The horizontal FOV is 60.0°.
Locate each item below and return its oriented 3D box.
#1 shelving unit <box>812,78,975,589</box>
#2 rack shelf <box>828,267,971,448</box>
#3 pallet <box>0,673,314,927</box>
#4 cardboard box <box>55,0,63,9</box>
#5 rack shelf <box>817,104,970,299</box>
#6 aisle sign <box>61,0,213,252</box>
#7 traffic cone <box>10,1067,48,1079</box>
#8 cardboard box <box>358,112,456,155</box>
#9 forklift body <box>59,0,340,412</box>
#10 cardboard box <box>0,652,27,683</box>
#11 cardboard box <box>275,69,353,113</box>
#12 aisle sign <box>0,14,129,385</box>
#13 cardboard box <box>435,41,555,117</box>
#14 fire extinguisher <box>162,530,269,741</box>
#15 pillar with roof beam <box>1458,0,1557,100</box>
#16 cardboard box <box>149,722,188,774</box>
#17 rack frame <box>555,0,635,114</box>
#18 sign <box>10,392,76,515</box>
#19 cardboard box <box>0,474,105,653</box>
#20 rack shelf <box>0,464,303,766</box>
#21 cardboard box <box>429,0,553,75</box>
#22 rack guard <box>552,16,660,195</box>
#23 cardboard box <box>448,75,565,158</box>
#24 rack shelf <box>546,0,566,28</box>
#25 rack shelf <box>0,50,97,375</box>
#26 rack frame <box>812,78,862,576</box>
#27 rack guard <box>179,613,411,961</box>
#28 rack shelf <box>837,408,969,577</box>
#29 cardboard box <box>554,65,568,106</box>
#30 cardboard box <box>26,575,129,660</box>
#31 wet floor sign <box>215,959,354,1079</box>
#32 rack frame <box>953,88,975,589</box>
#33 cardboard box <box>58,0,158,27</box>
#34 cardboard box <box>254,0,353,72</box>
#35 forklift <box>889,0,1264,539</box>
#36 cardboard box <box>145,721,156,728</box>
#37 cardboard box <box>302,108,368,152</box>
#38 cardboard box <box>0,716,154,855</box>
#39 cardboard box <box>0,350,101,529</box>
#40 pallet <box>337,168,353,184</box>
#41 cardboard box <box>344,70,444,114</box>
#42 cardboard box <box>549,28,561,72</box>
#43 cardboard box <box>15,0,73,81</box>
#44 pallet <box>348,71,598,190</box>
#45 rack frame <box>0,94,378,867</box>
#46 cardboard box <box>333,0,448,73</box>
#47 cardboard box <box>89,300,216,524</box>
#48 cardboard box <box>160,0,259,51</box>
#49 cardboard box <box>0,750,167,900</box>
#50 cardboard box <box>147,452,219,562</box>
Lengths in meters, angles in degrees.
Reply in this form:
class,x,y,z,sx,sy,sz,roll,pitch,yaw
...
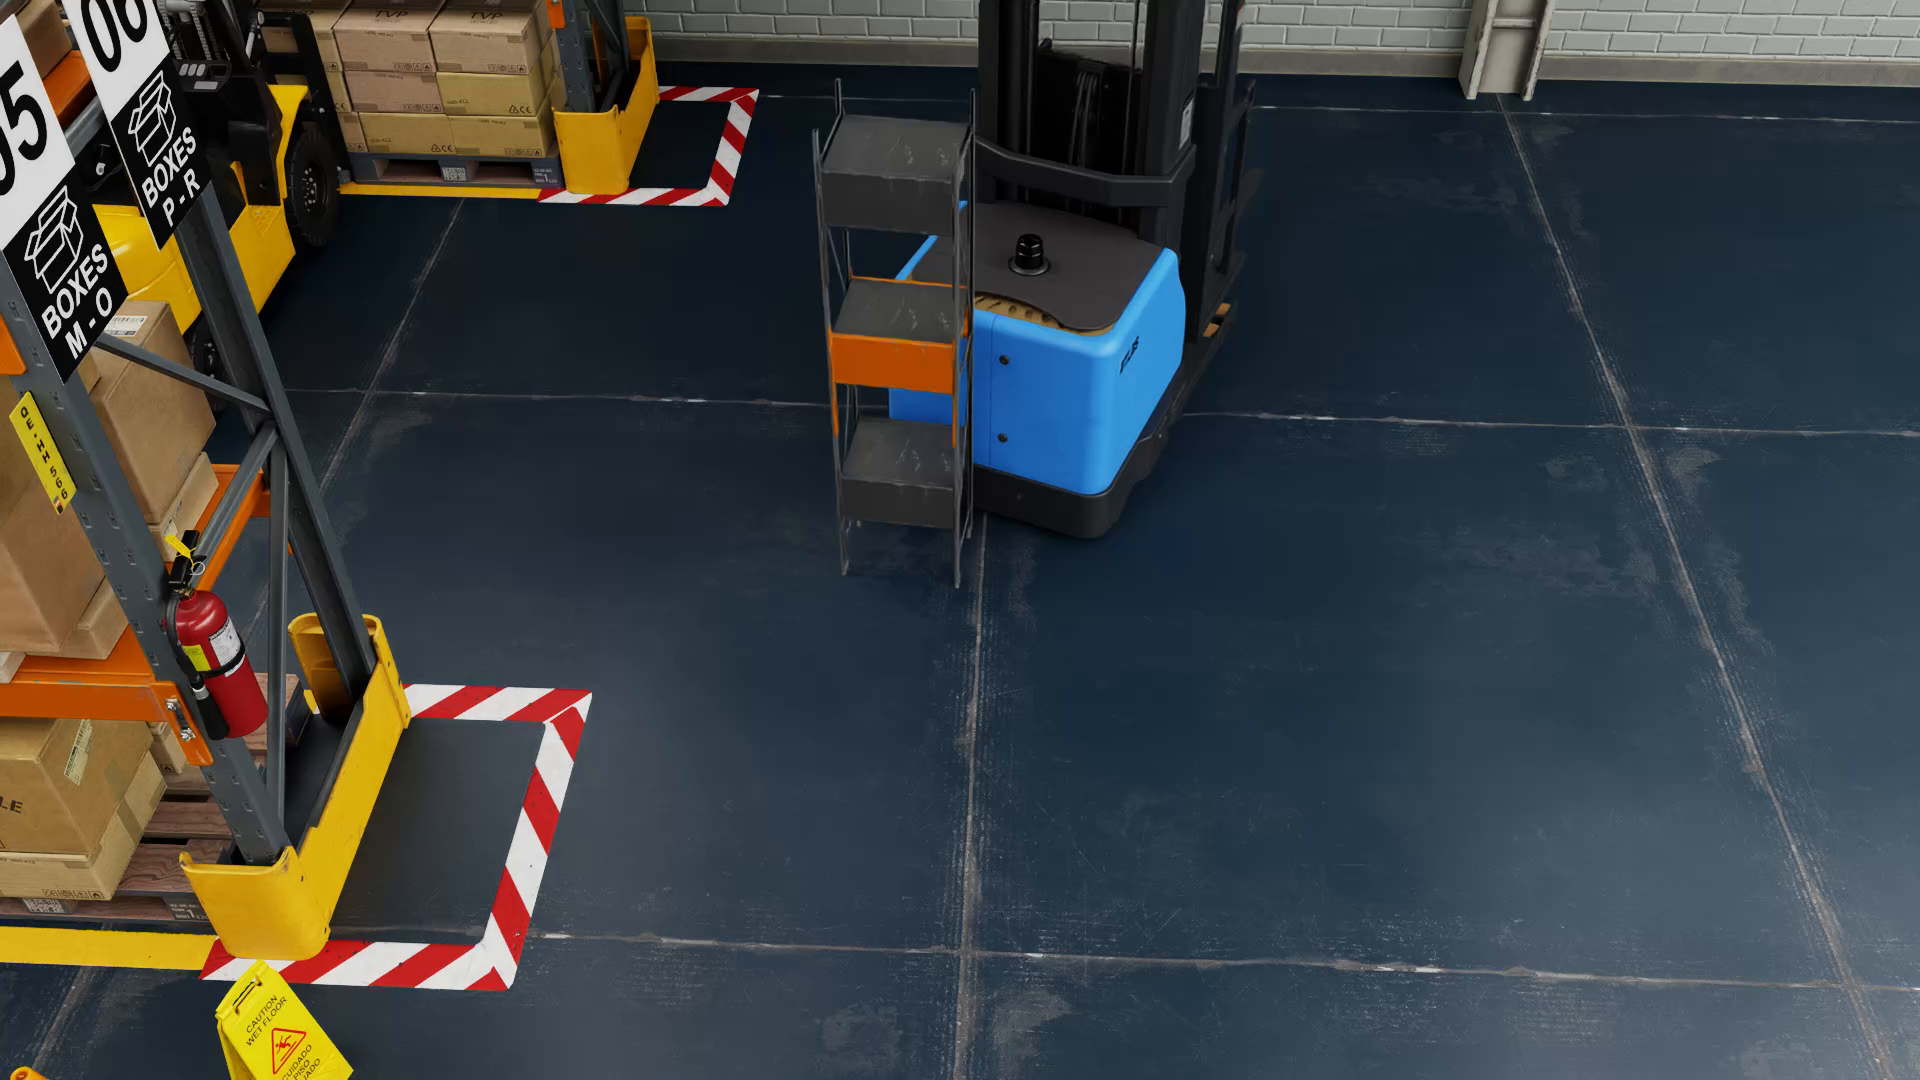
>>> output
class,x,y,z,sx,sy,sz,roll,pitch,yaw
shelving unit,-0.224,-0.722,6.484,0.503,2.100,0.431,6,43,7
rack shelf,-0.224,-0.712,6.494,0.480,0.518,0.431,6,43,7
pallet,-3.154,0.915,6.113,1.213,0.211,1.003,2,43,2
cardboard box,-5.065,-2.819,9.052,0.500,0.250,0.500,2,43,2
rack shelf,-0.224,-1.224,6.016,0.480,0.518,0.431,6,43,7
aisle sign,-2.193,-1.215,4.446,0.004,0.787,0.394,2,43,2
traffic cone,-2.756,1.739,5.044,0.334,0.463,0.336,2,43,2
cardboard box,-3.029,-2.403,9.338,0.500,0.250,0.500,2,43,2
forklift body,-4.025,-1.940,7.754,1.214,2.155,2.313,2,43,2
cardboard box,-2.910,0.240,4.976,0.250,0.149,0.380,1,43,1
cardboard box,-3.566,-2.591,9.173,0.500,0.250,0.500,1,43,1
aisle sign,-2.220,-0.806,4.008,0.004,0.787,0.394,2,43,2
cardboard box,-2.549,-2.567,9.147,0.500,0.250,0.500,1,43,1
fire extinguisher,-2.175,0.291,4.793,0.183,0.674,0.296,2,43,2
pillar with roof beam,3.096,-3.149,4.028,0.400,9.000,9.100,2,43,2
cardboard box,-3.062,0.585,6.130,0.500,0.250,0.500,1,43,2
rack frame,-2.049,-3.434,8.736,0.127,3.000,1.000,2,43,2
sign,-2.313,-0.216,4.200,0.005,0.325,0.100,2,43,2
cardboard box,-2.823,-0.029,4.789,0.500,0.500,0.500,1,43,1
rack shelf,-4.266,0.148,5.419,4.000,0.370,1.077,2,43,2
cardboard box,-2.523,-2.750,8.976,0.500,0.250,0.500,3,43,3
rack guard,-2.025,-2.519,9.587,0.348,0.500,1.175,2,43,2
cardboard box,-2.532,-2.381,9.315,0.500,0.250,0.500,2,43,2
rack shelf,-4.047,-3.233,9.047,4.000,0.370,1.077,2,43,2
rack shelf,-4.266,-0.950,4.396,4.000,0.370,1.077,2,43,2
rack frame,-0.465,-0.748,6.512,0.015,2.100,0.400,6,43,7
rack guard,-2.344,0.858,5.962,0.348,0.500,1.175,2,43,2
rack shelf,-0.224,-0.200,6.971,0.480,0.518,0.431,6,43,7
cardboard box,-2.530,-2.730,9.689,0.500,0.250,0.500,2,43,2
cardboard box,-2.652,0.172,5.049,0.250,0.149,0.380,3,43,3
wet floor sign,-2.127,1.542,5.122,0.232,0.644,0.267,16,45,16
rack frame,0.017,-0.696,6.456,0.015,2.100,0.400,6,43,7
cardboard box,-4.567,-2.812,9.044,0.500,0.250,0.500,3,43,3
cardboard box,-3.538,-2.770,8.998,0.500,0.250,0.500,2,43,2
forklift,0.739,-2.089,7.342,1.130,2.935,3.031,17,46,17
cardboard box,-3.086,0.310,5.875,0.500,0.500,0.500,0,43,0
cardboard box,-3.528,-2.424,9.361,0.500,0.250,0.500,2,43,2
cardboard box,-3.081,0.677,5.482,0.500,0.500,0.500,2,43,2
cardboard box,-2.789,-0.433,4.489,0.500,0.500,0.700,1,43,1
pallet,-4.030,-2.448,9.723,1.213,0.211,1.003,2,43,2
cardboard box,-3.049,-2.590,9.172,0.500,0.250,0.500,1,43,1
cardboard box,-2.509,-2.921,9.527,0.500,0.250,0.500,2,43,3
cardboard box,-2.585,-1.291,4.419,0.250,0.149,0.380,2,43,2
pallet,-2.814,-2.409,9.681,1.213,0.211,1.003,2,43,2
rack frame,-2.268,-0.054,5.108,0.127,3.000,1.000,2,43,2
cardboard box,-3.033,-2.761,8.989,0.500,0.250,0.500,2,43,3
cardboard box,-2.729,-0.403,5.191,0.500,0.500,0.500,1,43,1
cardboard box,-4.043,-2.791,9.021,0.500,0.250,0.500,1,43,1
cardboard box,-3.112,0.956,5.733,0.500,0.250,0.500,2,43,2
cardboard box,-2.598,-0.114,5.356,0.250,0.149,0.380,2,43,2
